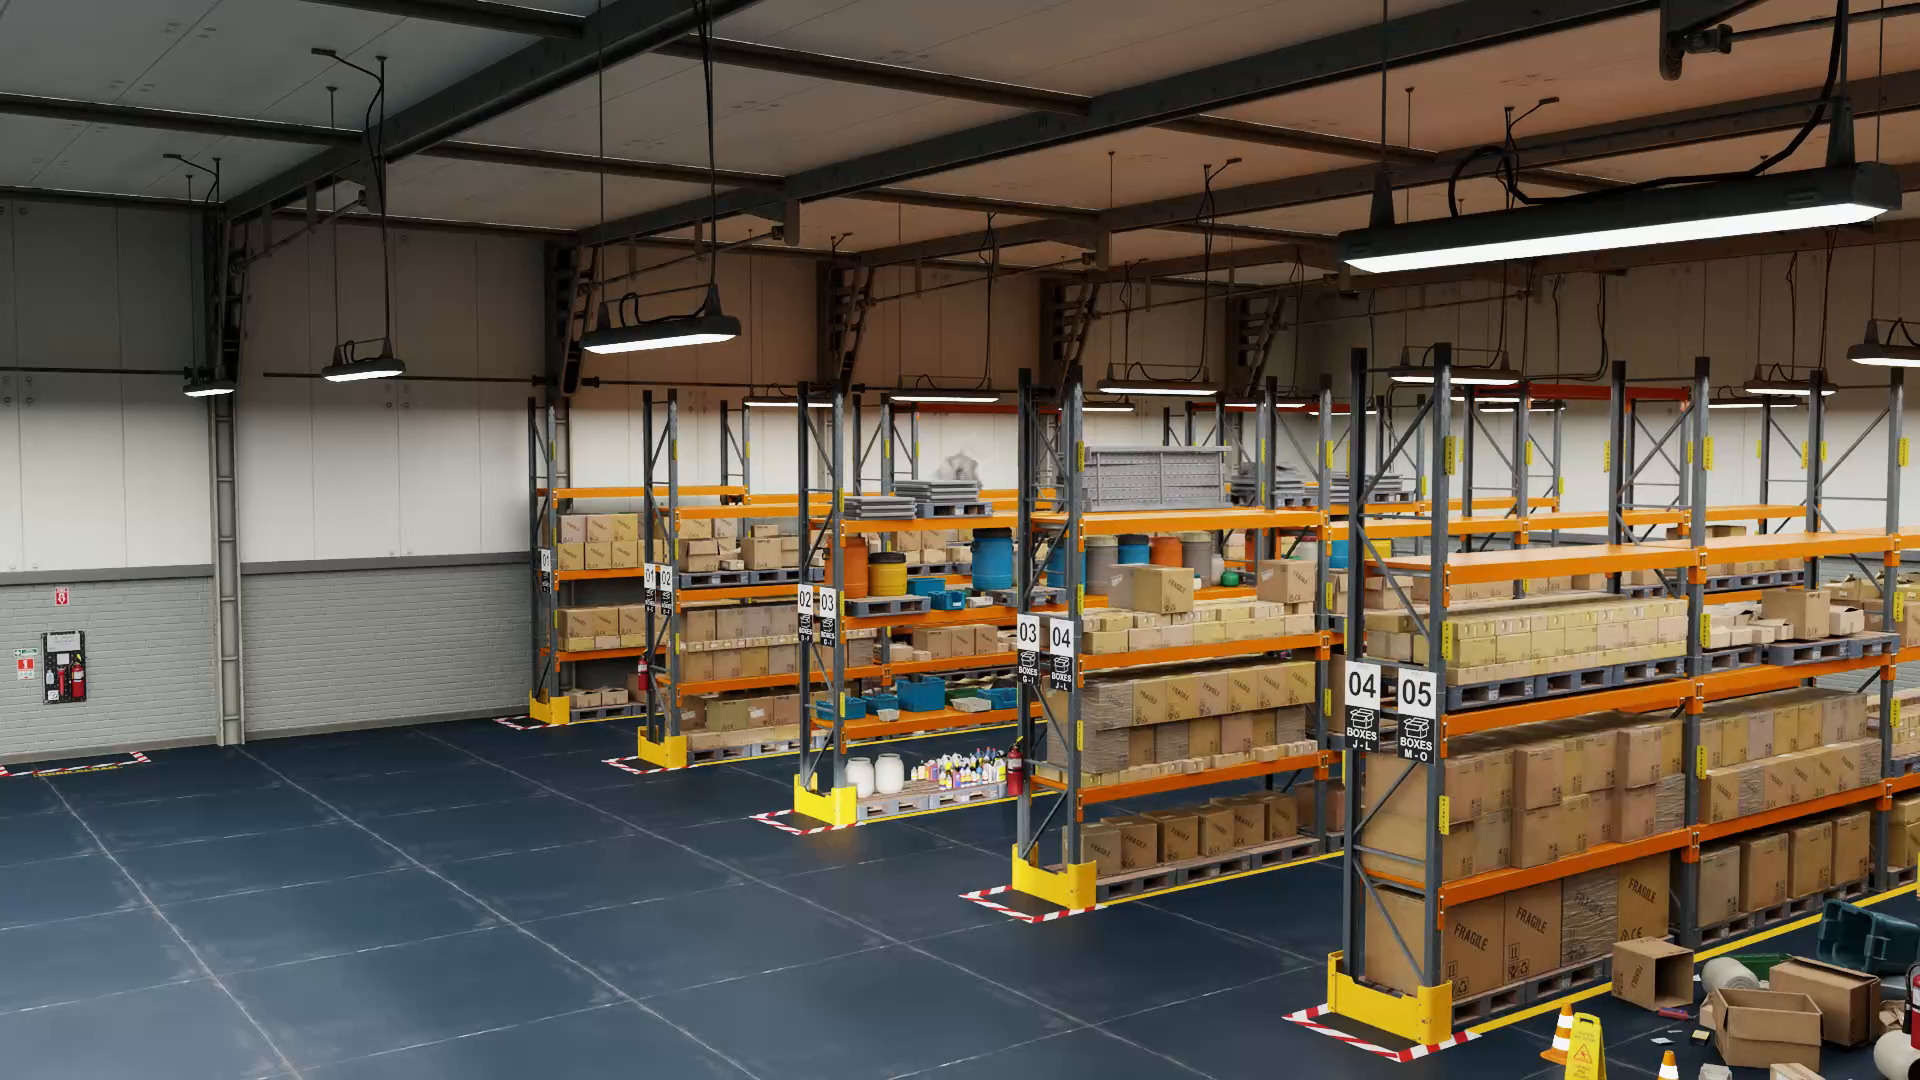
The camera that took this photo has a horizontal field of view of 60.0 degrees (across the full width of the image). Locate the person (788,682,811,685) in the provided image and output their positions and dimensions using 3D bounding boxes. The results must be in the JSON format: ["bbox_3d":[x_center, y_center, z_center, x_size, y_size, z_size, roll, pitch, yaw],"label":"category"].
[{"bbox_3d":[-2.866,2.538,30.341,0.723,1.720,0.543,-3,5,-44],"label":"person"}]
